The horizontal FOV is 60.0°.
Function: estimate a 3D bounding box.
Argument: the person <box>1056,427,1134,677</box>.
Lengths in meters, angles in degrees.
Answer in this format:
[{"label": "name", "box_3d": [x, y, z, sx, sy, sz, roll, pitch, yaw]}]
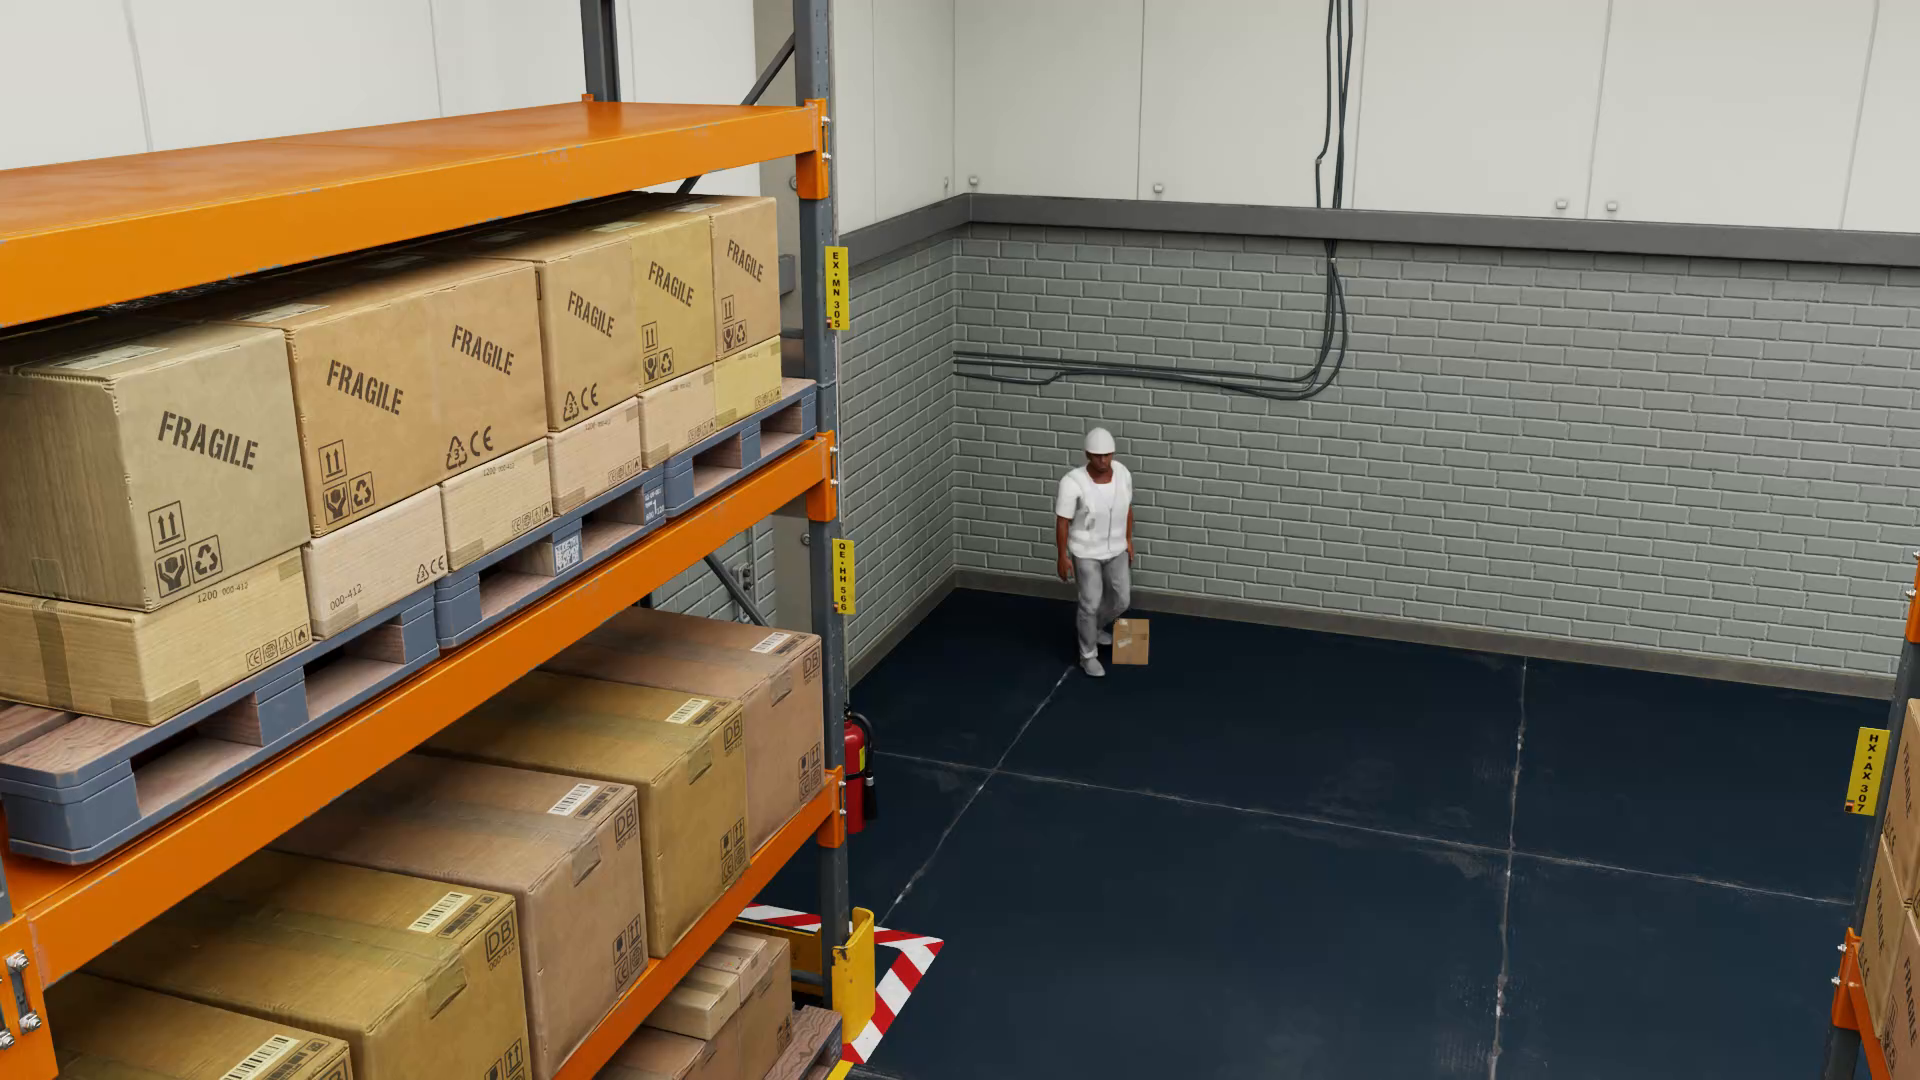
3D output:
[{"label": "person", "box_3d": [0.910, 0.058, 11.352, 0.609, 1.759, 0.579, -9, 21, -26]}]
